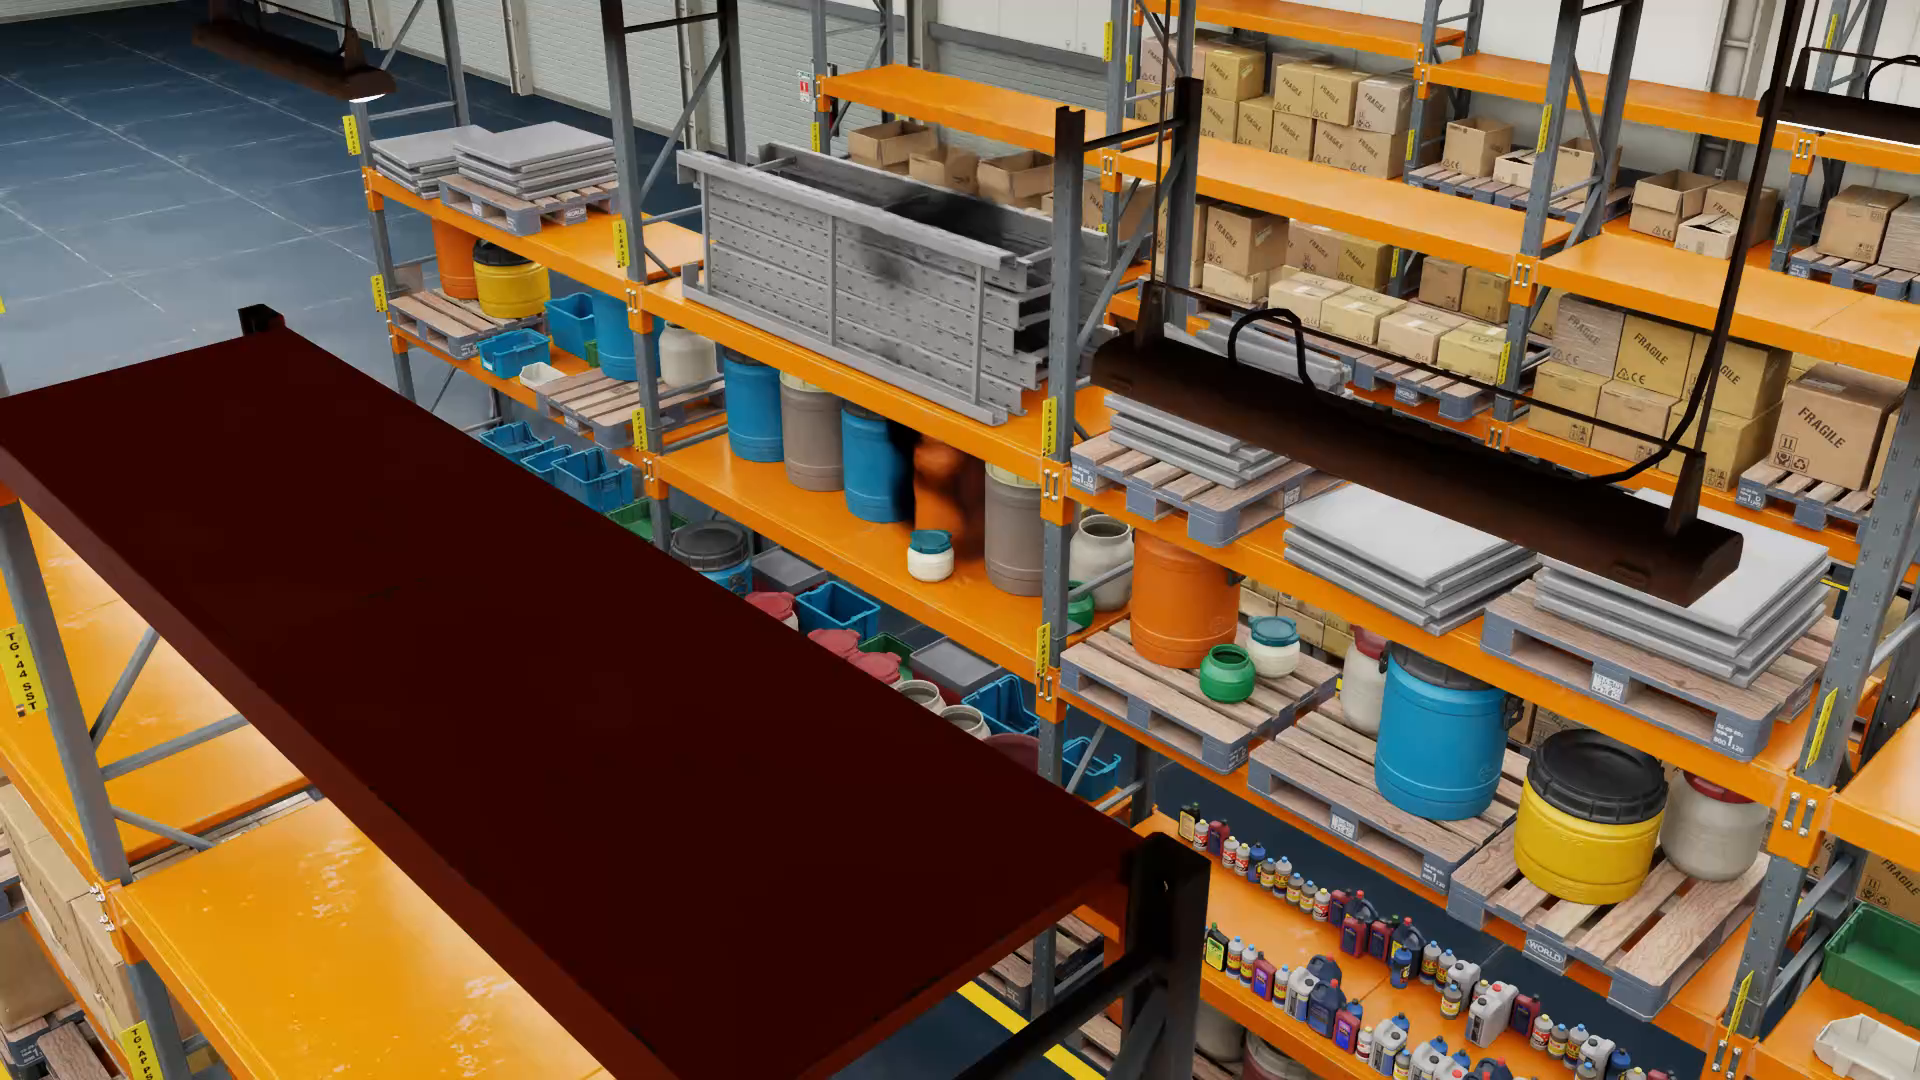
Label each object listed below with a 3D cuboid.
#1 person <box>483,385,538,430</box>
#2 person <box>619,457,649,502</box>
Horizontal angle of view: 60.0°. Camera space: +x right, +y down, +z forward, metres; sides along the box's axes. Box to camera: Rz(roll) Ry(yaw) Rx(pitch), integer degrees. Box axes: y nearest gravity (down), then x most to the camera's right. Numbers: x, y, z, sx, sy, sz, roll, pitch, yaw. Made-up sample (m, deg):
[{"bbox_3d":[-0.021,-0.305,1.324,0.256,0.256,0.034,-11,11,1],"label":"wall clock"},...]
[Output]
[{"bbox_3d":[-5.112,-2.147,19.026,0.882,1.708,0.659,-6,29,-11],"label":"person"},{"bbox_3d":[-3.143,-0.786,16.475,0.681,1.779,0.879,-24,37,-38],"label":"person"}]
